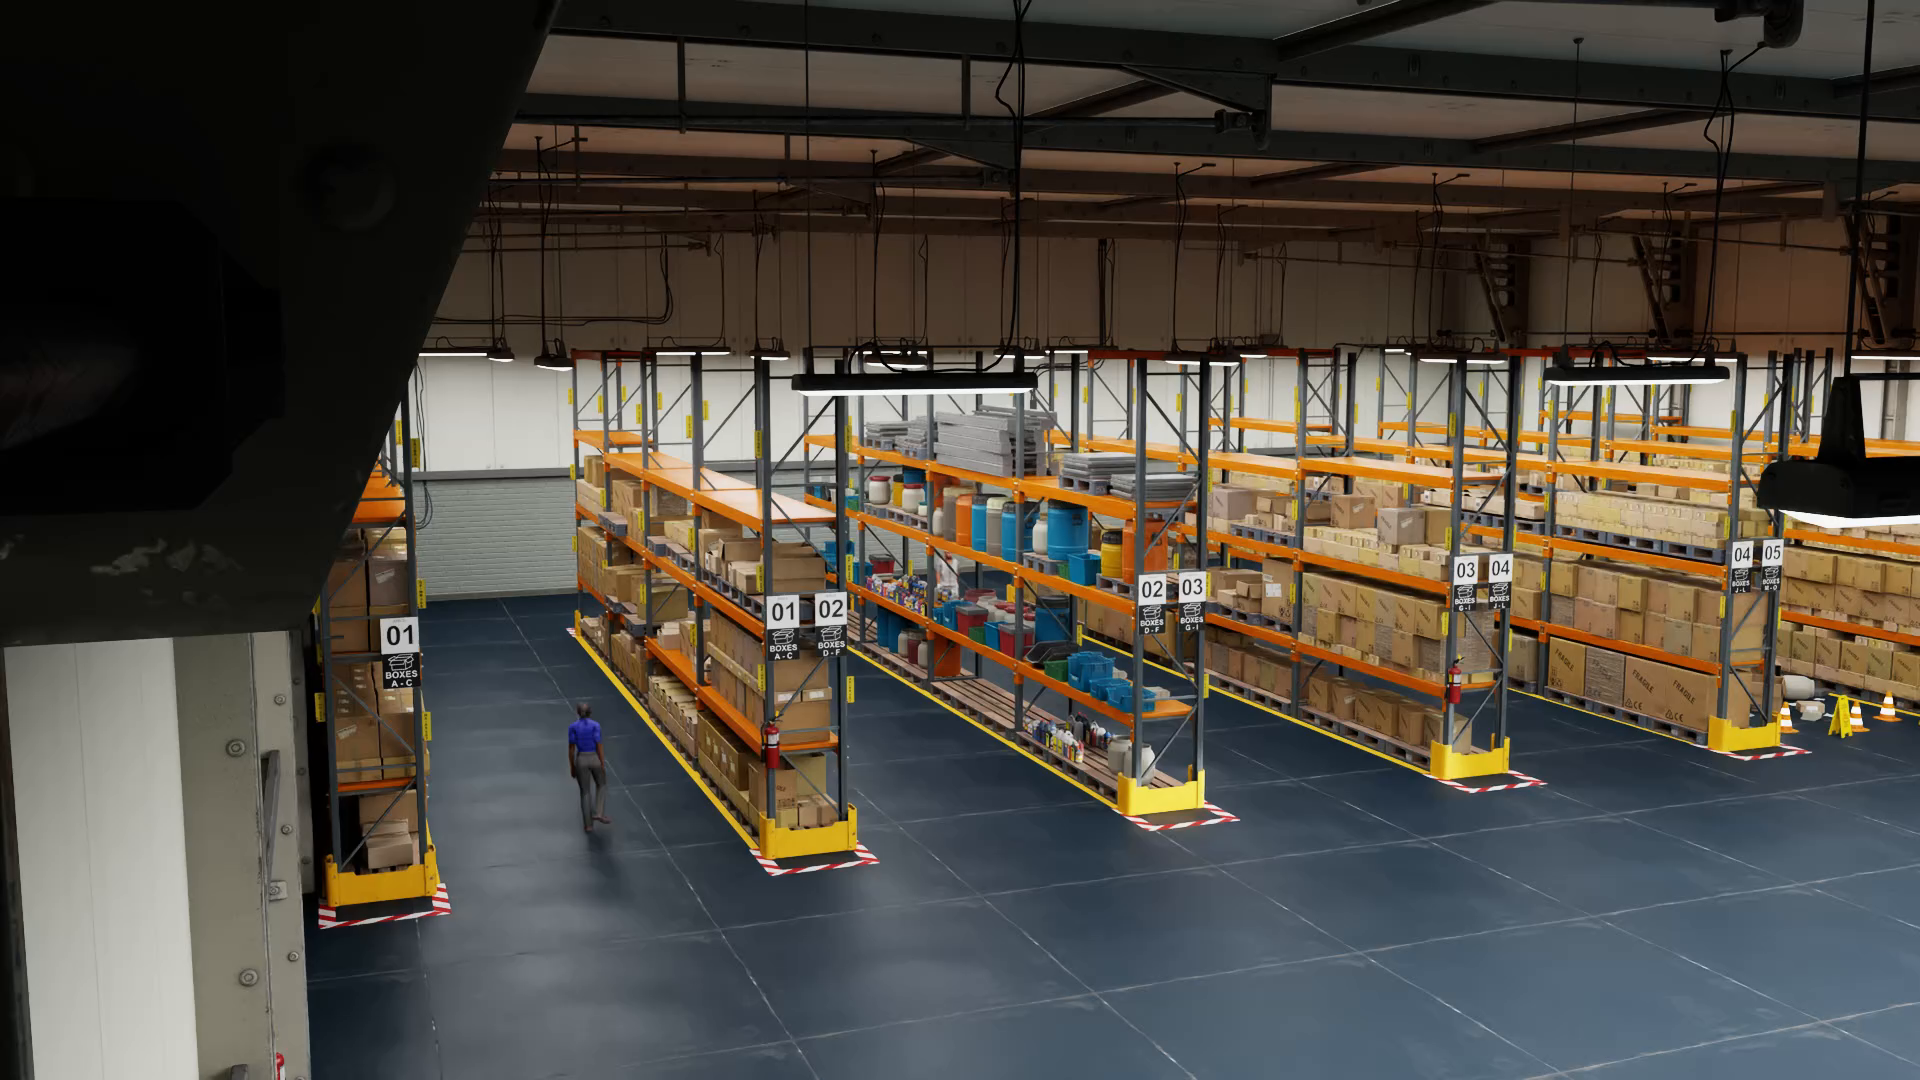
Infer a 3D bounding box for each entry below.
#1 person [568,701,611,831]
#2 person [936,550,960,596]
[{"bbox_3d":[-4.732,2.879,21.214,0.508,1.646,0.456,-1,7,-11],"label":"person"},{"bbox_3d":[-0.236,0.991,35.850,0.598,1.725,1.041,-2,7,-18],"label":"person"}]
